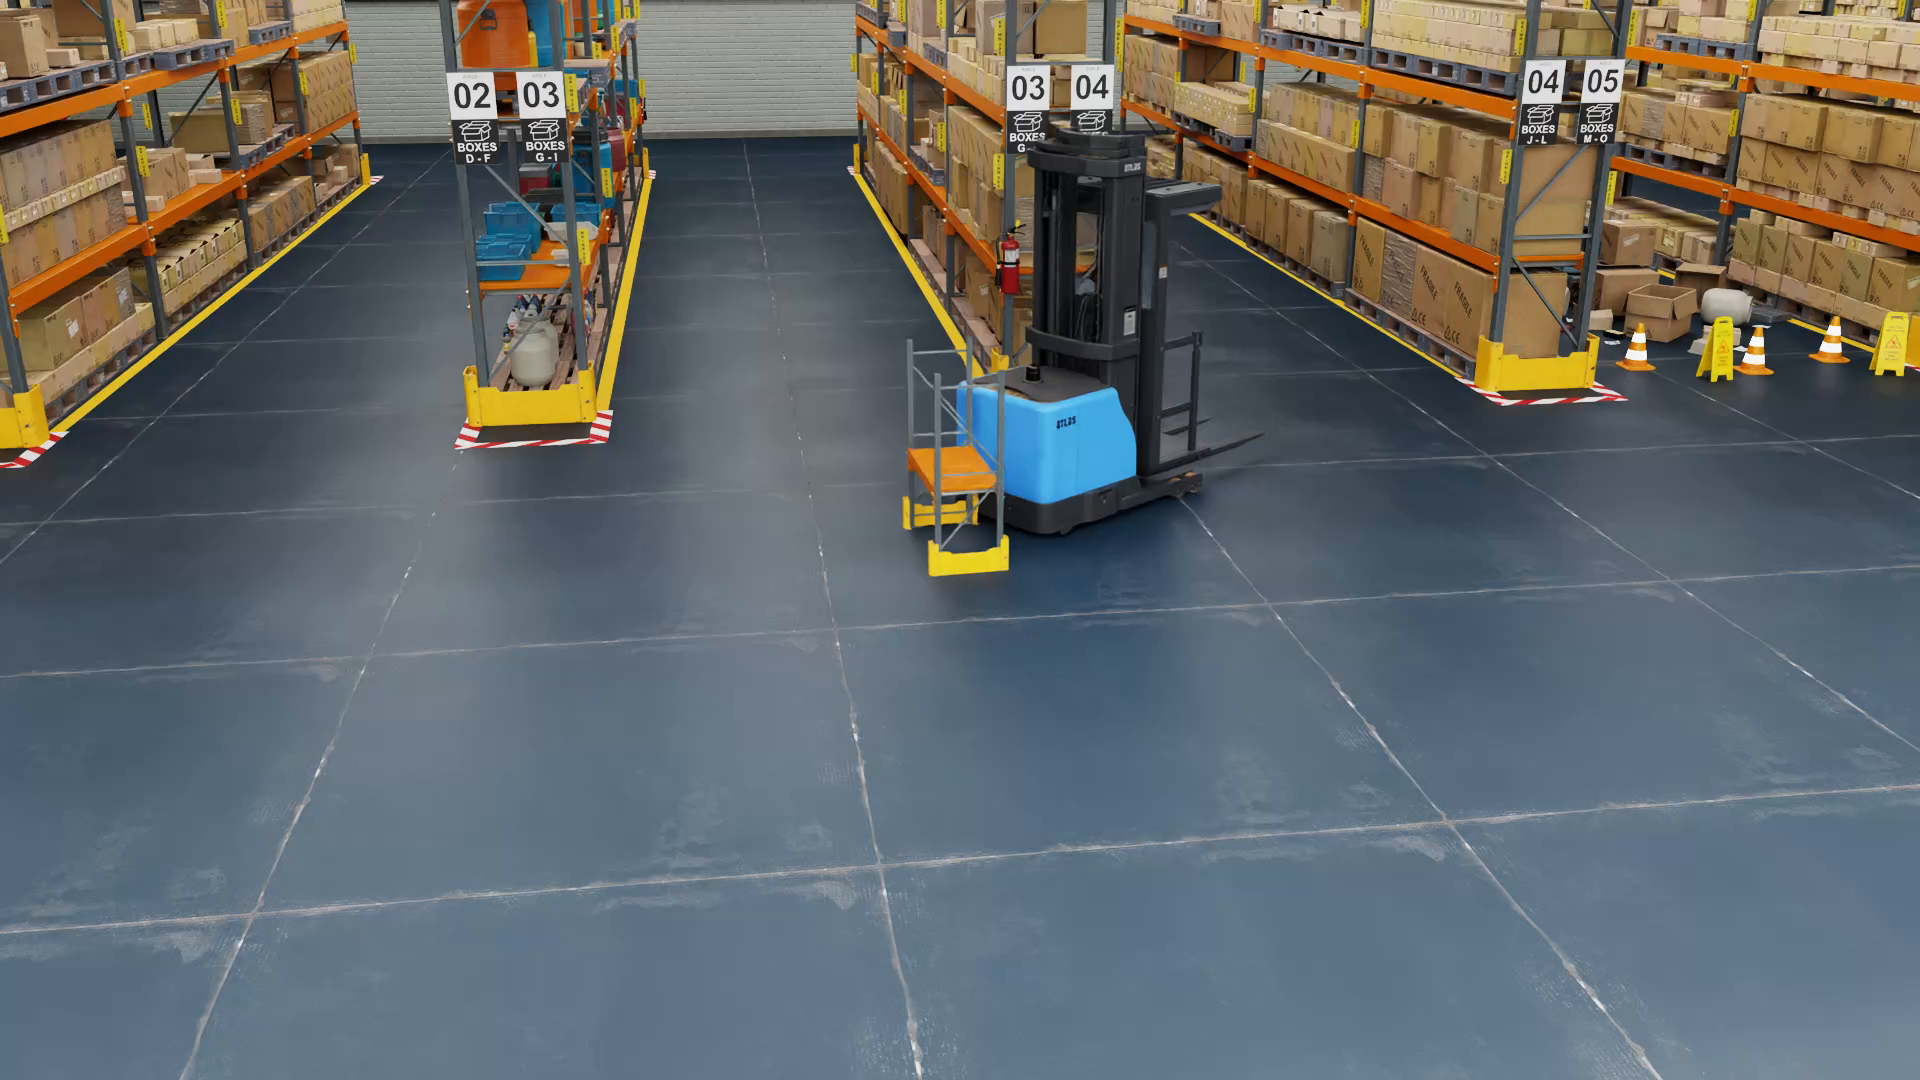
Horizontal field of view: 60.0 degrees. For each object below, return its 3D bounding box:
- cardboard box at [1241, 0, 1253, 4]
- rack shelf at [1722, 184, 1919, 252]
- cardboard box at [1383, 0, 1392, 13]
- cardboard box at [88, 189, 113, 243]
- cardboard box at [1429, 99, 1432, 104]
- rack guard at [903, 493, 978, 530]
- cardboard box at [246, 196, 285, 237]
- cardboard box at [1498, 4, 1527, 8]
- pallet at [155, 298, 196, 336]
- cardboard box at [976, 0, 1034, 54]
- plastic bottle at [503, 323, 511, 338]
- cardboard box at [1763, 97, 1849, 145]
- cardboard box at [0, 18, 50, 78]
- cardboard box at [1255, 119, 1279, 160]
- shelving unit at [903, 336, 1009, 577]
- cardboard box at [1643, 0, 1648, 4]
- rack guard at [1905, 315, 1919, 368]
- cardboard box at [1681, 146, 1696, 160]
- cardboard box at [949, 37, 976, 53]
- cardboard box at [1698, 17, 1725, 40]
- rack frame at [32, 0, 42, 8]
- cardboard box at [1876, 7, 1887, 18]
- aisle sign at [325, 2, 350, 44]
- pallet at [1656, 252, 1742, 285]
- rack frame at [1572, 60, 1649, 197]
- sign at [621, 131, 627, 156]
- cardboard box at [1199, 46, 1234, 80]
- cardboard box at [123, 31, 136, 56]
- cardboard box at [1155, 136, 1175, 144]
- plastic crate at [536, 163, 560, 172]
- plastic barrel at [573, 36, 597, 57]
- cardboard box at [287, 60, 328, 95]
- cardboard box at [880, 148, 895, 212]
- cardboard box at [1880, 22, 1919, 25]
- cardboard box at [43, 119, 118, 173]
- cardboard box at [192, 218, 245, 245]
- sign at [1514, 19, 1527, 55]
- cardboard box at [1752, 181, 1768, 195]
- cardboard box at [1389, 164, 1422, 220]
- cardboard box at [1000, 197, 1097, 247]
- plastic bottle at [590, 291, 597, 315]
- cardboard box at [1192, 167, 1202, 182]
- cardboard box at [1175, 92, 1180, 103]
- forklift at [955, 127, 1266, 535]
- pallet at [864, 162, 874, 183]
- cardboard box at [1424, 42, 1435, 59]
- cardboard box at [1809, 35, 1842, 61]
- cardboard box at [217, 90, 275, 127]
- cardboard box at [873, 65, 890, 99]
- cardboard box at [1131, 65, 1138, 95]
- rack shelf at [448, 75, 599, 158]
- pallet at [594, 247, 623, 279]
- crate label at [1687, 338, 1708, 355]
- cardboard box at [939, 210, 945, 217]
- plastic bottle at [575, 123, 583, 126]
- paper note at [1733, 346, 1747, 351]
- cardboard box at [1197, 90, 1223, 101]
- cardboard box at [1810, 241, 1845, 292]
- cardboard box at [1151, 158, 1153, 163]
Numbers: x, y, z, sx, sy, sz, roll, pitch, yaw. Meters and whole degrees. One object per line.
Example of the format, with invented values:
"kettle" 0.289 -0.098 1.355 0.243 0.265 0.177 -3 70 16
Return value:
"cardboard box" 4.279 -7.874 23.988 0.396 0.266 0.258 -3 21 -8
"rack shelf" 10.432 -3.630 19.176 1.077 0.370 4.000 -3 21 -8
"cardboard box" 5.014 -6.048 18.811 0.380 0.149 0.250 -3 21 -8
"cardboard box" -9.314 -3.373 17.316 0.700 0.500 0.500 -3 21 -8
"cardboard box" 8.591 -7.802 29.175 0.500 0.500 0.500 -3 21 -9
"rack guard" -0.153 -0.226 12.964 0.587 0.250 0.087 -4 21 -12
"cardboard box" -9.974 -4.608 23.711 0.500 0.500 0.500 -3 21 -8
"cardboard box" 5.884 -5.555 17.491 0.380 0.149 0.250 -3 21 -7
"pallet" -9.611 -2.608 19.398 1.003 0.211 1.213 -3 21 -8
"cardboard box" 0.440 -5.124 16.579 0.500 0.500 0.500 -3 21 -8
"plastic bottle" -4.721 -2.112 17.337 0.061 0.283 0.133 -2 21 -6
"cardboard box" 10.044 -4.973 19.746 0.700 0.500 0.500 -3 21 -7
"cardboard box" -8.859 -4.580 15.460 0.500 0.500 0.500 -3 21 -8
"cardboard box" 4.481 -5.638 23.380 0.500 0.500 0.500 -3 21 -7
"shelving unit" -0.046 -0.641 12.290 0.587 1.500 1.083 -4 21 -12
"cardboard box" 13.212 -10.198 31.235 0.500 0.250 0.500 -3 21 -7
"rack guard" 10.709 -2.130 17.704 1.175 0.500 0.348 -3 21 -8
"cardboard box" 9.703 -5.082 21.796 0.380 0.149 0.250 -3 21 -9
"cardboard box" 0.079 -5.553 18.655 0.380 0.149 0.250 -4 21 -9
"cardboard box" 9.848 -6.562 21.324 0.500 0.250 0.500 -3 21 -7
"rack frame" -16.098 -10.375 27.634 1.000 3.000 0.127 -3 21 -8
"cardboard box" 14.171 -8.019 25.257 0.380 0.149 0.250 -3 21 -9
"aisle sign" -10.903 -9.073 29.006 0.394 0.787 0.004 -3 21 -8
"pallet" 10.030 -3.623 22.114 1.003 0.211 1.213 -3 21 -8
"rack frame" 9.567 -6.044 24.613 1.000 3.000 0.127 -3 21 -8
"sign" -4.597 -5.401 22.658 0.100 0.325 0.005 -3 21 -8
"cardboard box" 4.283 -7.968 27.765 0.500 0.500 0.500 -2 21 -6
"cardboard box" -9.628 -5.597 18.741 0.500 0.250 0.500 -5 21 -13
"cardboard box" 3.836 -7.409 30.891 0.380 0.149 0.250 -3 21 -7
"plastic crate" -5.211 -4.750 21.055 0.402 0.464 0.583 -3 21 -8
"plastic barrel" -4.727 -6.207 20.958 0.301 0.262 0.301 0 20 0
"cardboard box" -10.558 -7.480 26.885 0.500 0.500 0.500 -4 21 -9
"cardboard box" -0.575 -5.601 25.862 1.225 0.875 0.875 -4 21 -10
"cardboard box" 10.659 -5.776 18.826 0.380 0.149 0.250 -3 21 -7
"cardboard box" -9.396 -4.163 17.577 0.700 0.500 0.500 -3 21 -7
"cardboard box" -9.724 -4.049 21.797 0.500 0.311 0.500 -2 21 -6
"sign" 5.297 -4.750 15.708 0.100 0.325 0.005 -3 21 -8
"cardboard box" 9.959 -4.332 20.386 0.380 0.149 0.250 -2 21 -6
"cardboard box" 5.388 -3.936 18.753 0.875 0.550 0.550 -3 21 -8
"cardboard box" 0.861 -3.153 16.302 0.875 0.500 0.500 -3 21 -8
"plastic bottle" -4.168 -2.694 18.894 0.061 0.283 0.133 -2 21 -5
"cardboard box" 4.029 -5.718 26.711 0.500 0.500 0.500 -2 21 -5
"cardboard box" 3.708 -7.204 27.050 0.380 0.149 0.250 -3 21 -7
"forklift" 1.368 -1.833 13.434 3.031 2.935 1.130 -19 27 -40
"pallet" -1.200 -6.735 30.448 1.003 0.211 1.213 -3 21 -8
"cardboard box" 5.195 -5.236 17.777 0.380 0.149 0.250 -3 21 -7
"cardboard box" 10.079 -5.615 18.966 0.500 0.250 0.500 -3 21 -7
"cardboard box" -10.773 -6.499 25.088 0.700 0.500 0.500 -10 23 -26
"cardboard box" -1.147 -7.496 27.215 0.500 0.500 0.500 -2 21 -6
"cardboard box" 3.424 -8.362 30.251 0.500 0.500 0.500 -3 21 -8
"rack shelf" -4.276 -4.286 16.644 1.077 0.370 4.000 -3 21 -8
"pallet" -5.068 -3.718 22.370 1.003 0.211 1.213 -3 21 -8
"crate label" 8.157 -2.113 18.177 0.250 0.136 0.298 -15 25 -35
"cardboard box" -0.027 -4.517 22.396 0.500 0.250 0.500 -1 20 -2
"plastic bottle" -5.744 -6.129 25.017 0.152 0.276 0.135 -3 21 -8
"paper note" 8.614 -2.111 18.323 0.148 0.019 0.142 -11 23 -26
"cardboard box" 3.896 -6.895 25.799 0.380 0.149 0.250 -2 21 -6
"cardboard box" 10.202 -3.154 19.132 0.500 0.500 0.500 -3 21 -9
"cardboard box" 3.629 -6.791 29.660 0.380 0.149 0.250 -2 21 -5
